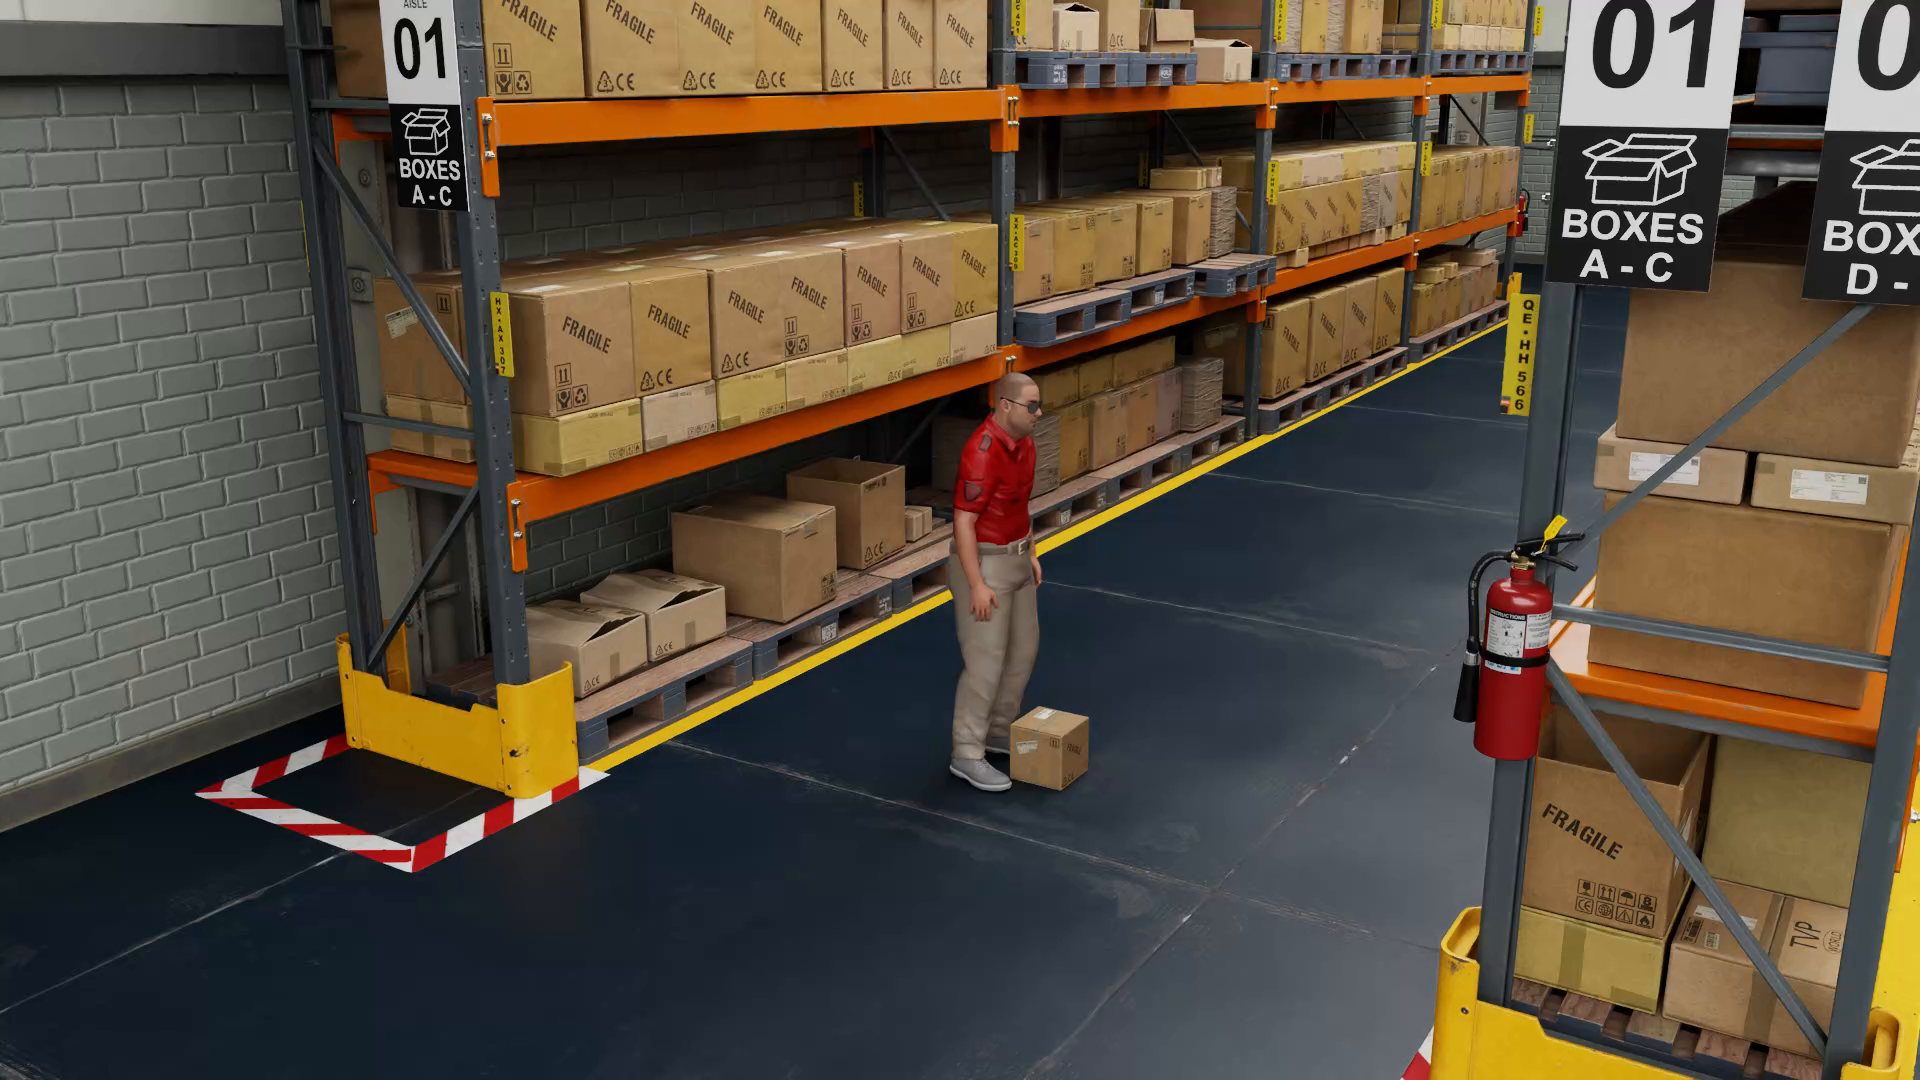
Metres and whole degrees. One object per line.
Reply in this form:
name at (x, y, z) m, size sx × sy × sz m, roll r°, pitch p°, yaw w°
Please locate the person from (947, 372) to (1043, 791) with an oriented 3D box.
person at (0.167, 0.144, 7.056) m, size 0.387 × 1.727 × 0.606 m, roll 9°, pitch 18°, yaw 27°
